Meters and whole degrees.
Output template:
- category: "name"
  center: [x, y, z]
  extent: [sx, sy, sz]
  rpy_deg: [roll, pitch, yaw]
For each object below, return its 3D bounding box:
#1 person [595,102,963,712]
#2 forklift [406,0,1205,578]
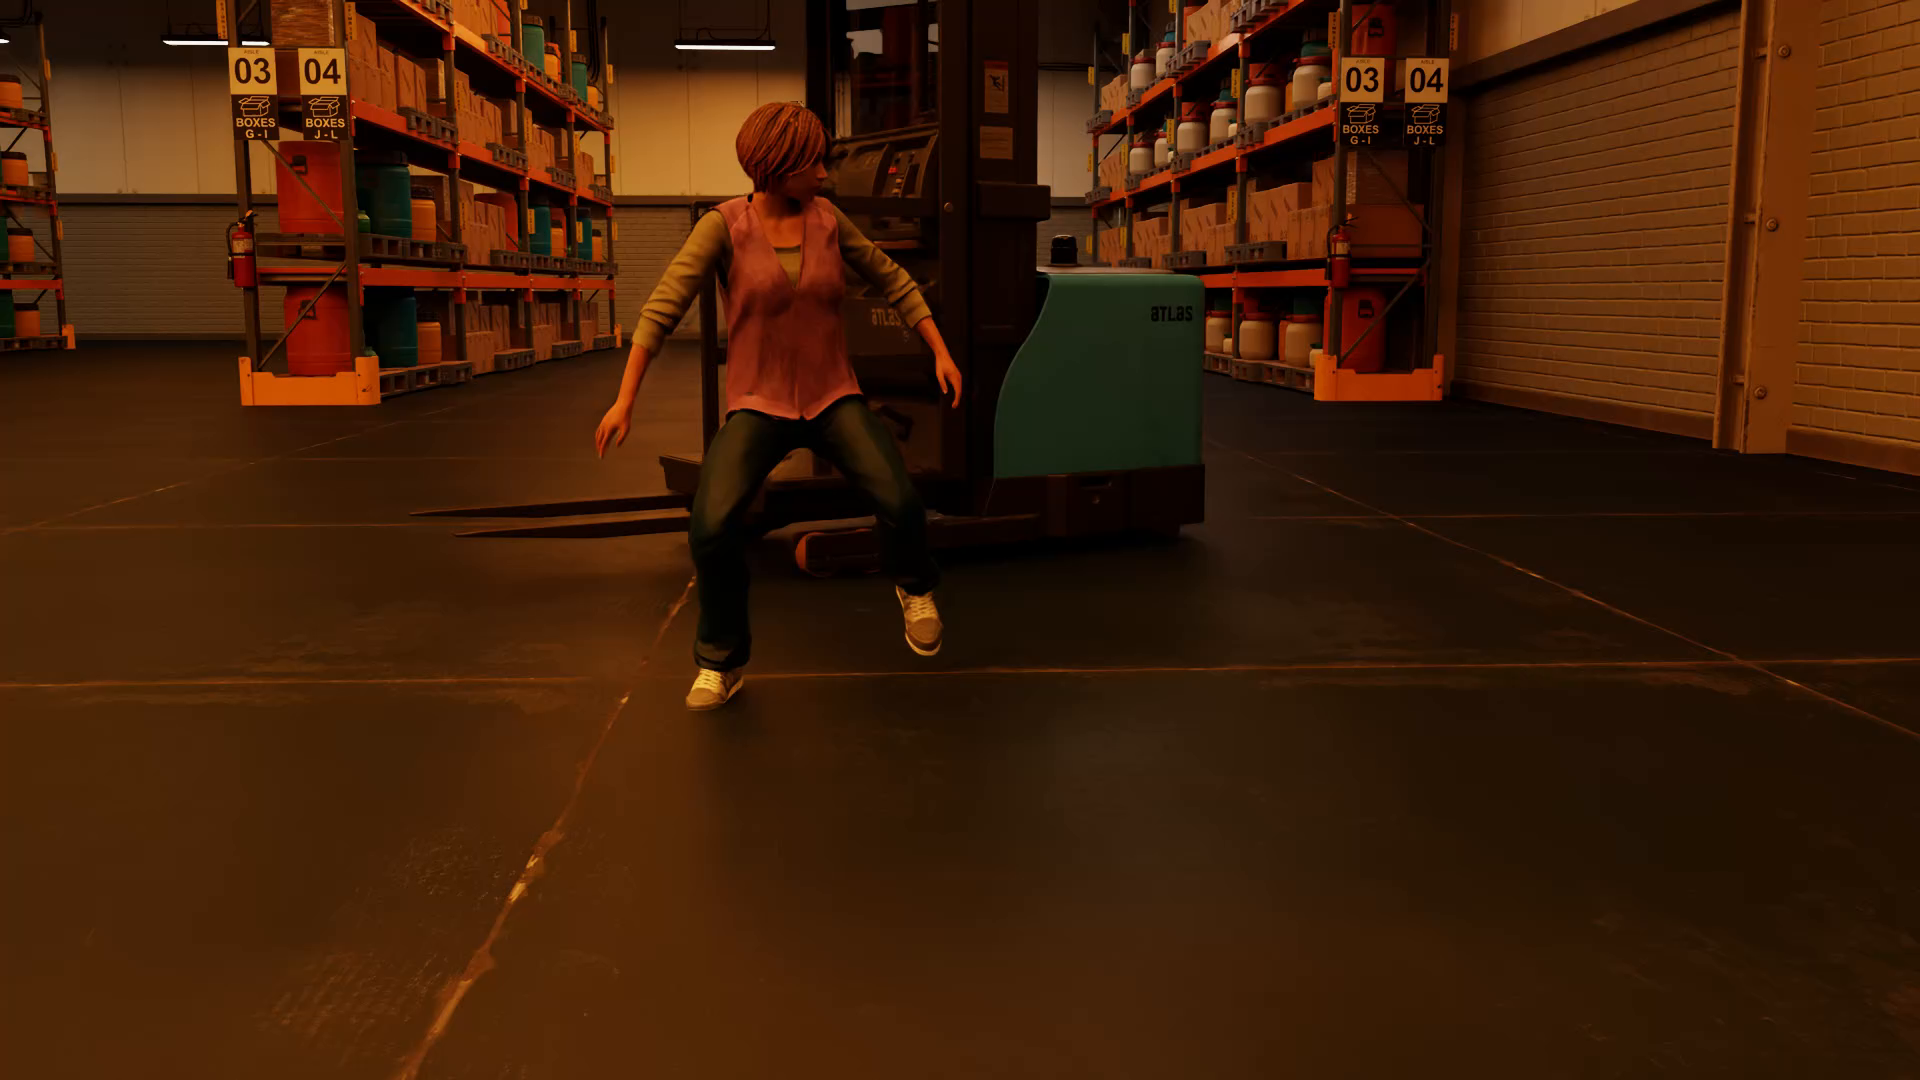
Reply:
- category: "person"
  center: [-0.436, -0.321, 4.126]
  extent: [0.925, 1.481, 0.461]
  rpy_deg: [-2, 9, -13]
- category: "forklift"
  center: [-0.521, -1.403, 6.279]
  extent: [3.031, 2.935, 1.130]
  rpy_deg: [-5, 10, -31]
